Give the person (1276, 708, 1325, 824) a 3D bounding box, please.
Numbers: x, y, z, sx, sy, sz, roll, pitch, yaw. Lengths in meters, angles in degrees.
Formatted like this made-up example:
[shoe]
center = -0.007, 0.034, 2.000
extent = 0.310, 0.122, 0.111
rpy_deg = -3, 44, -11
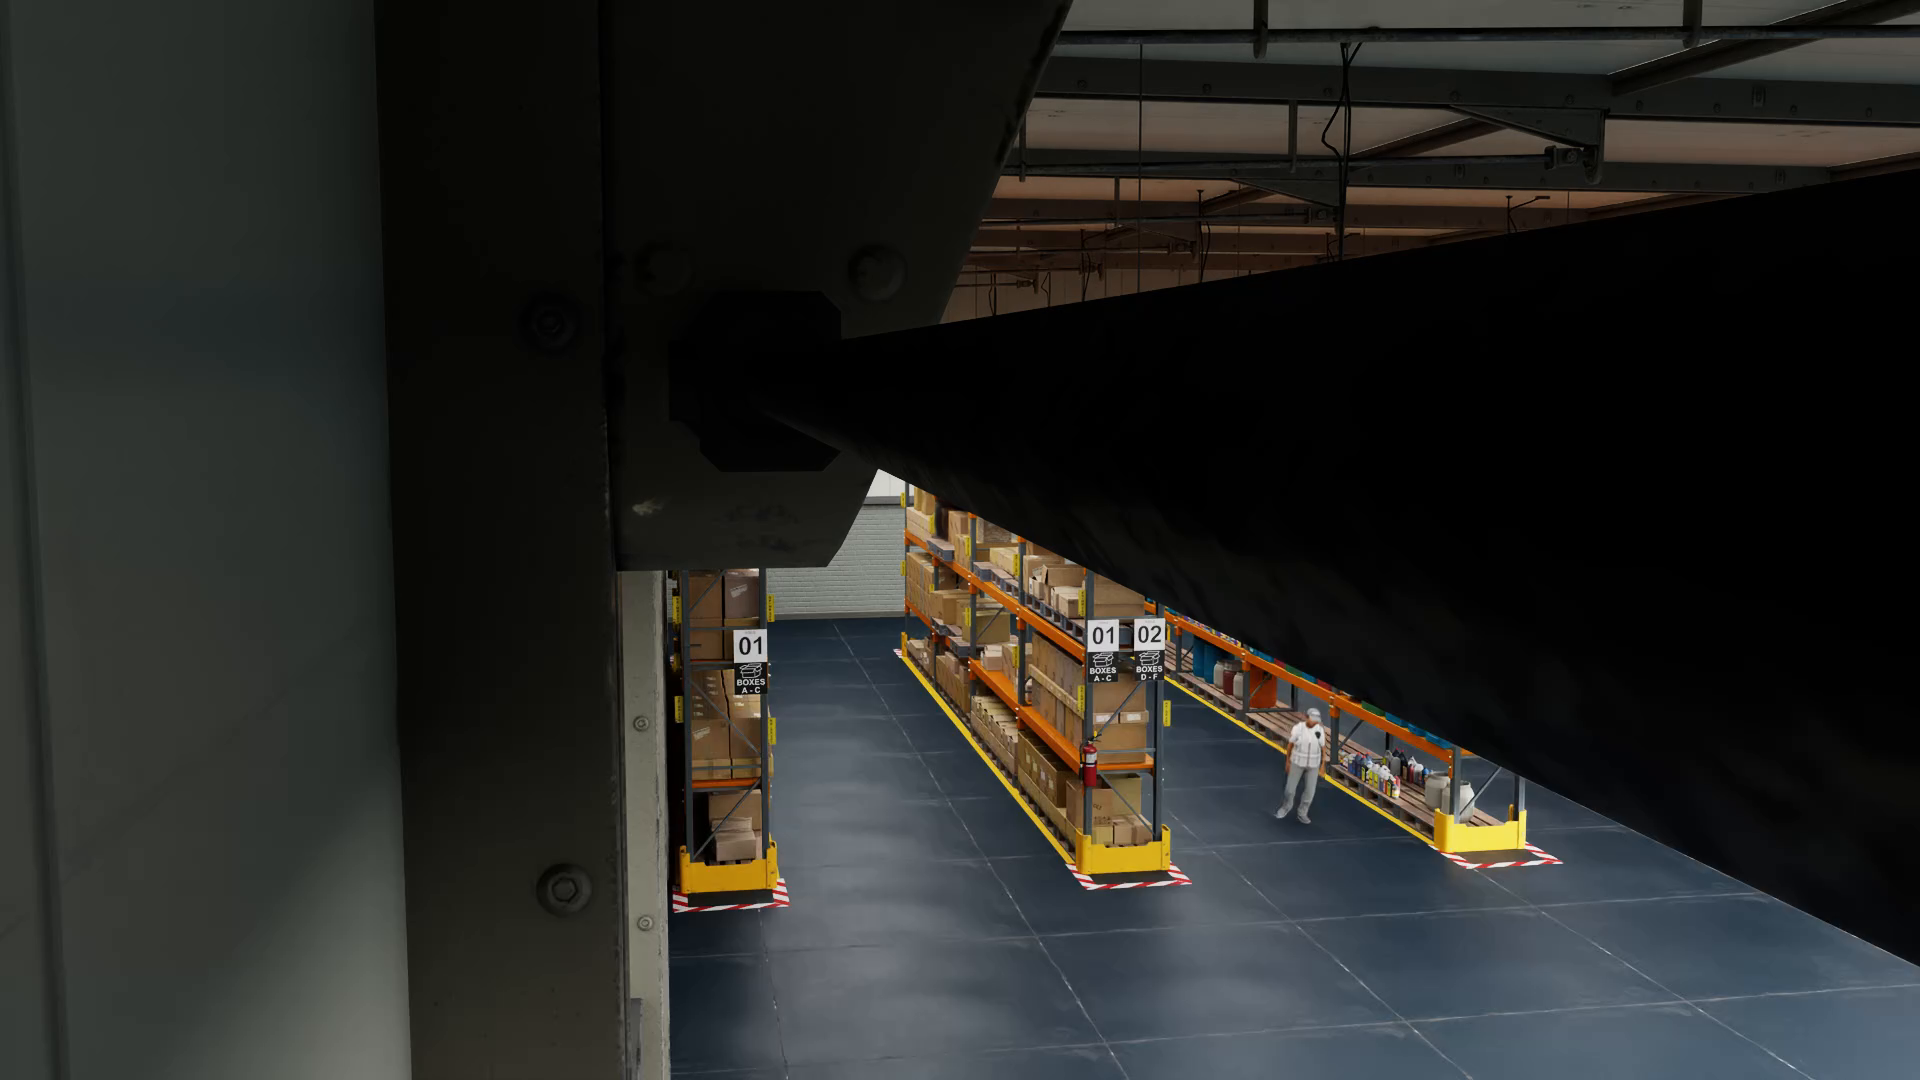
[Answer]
[person]
center = 4.735, 3.119, 23.069
extent = 0.640, 1.636, 0.495
rpy_deg = 0, 6, 0
